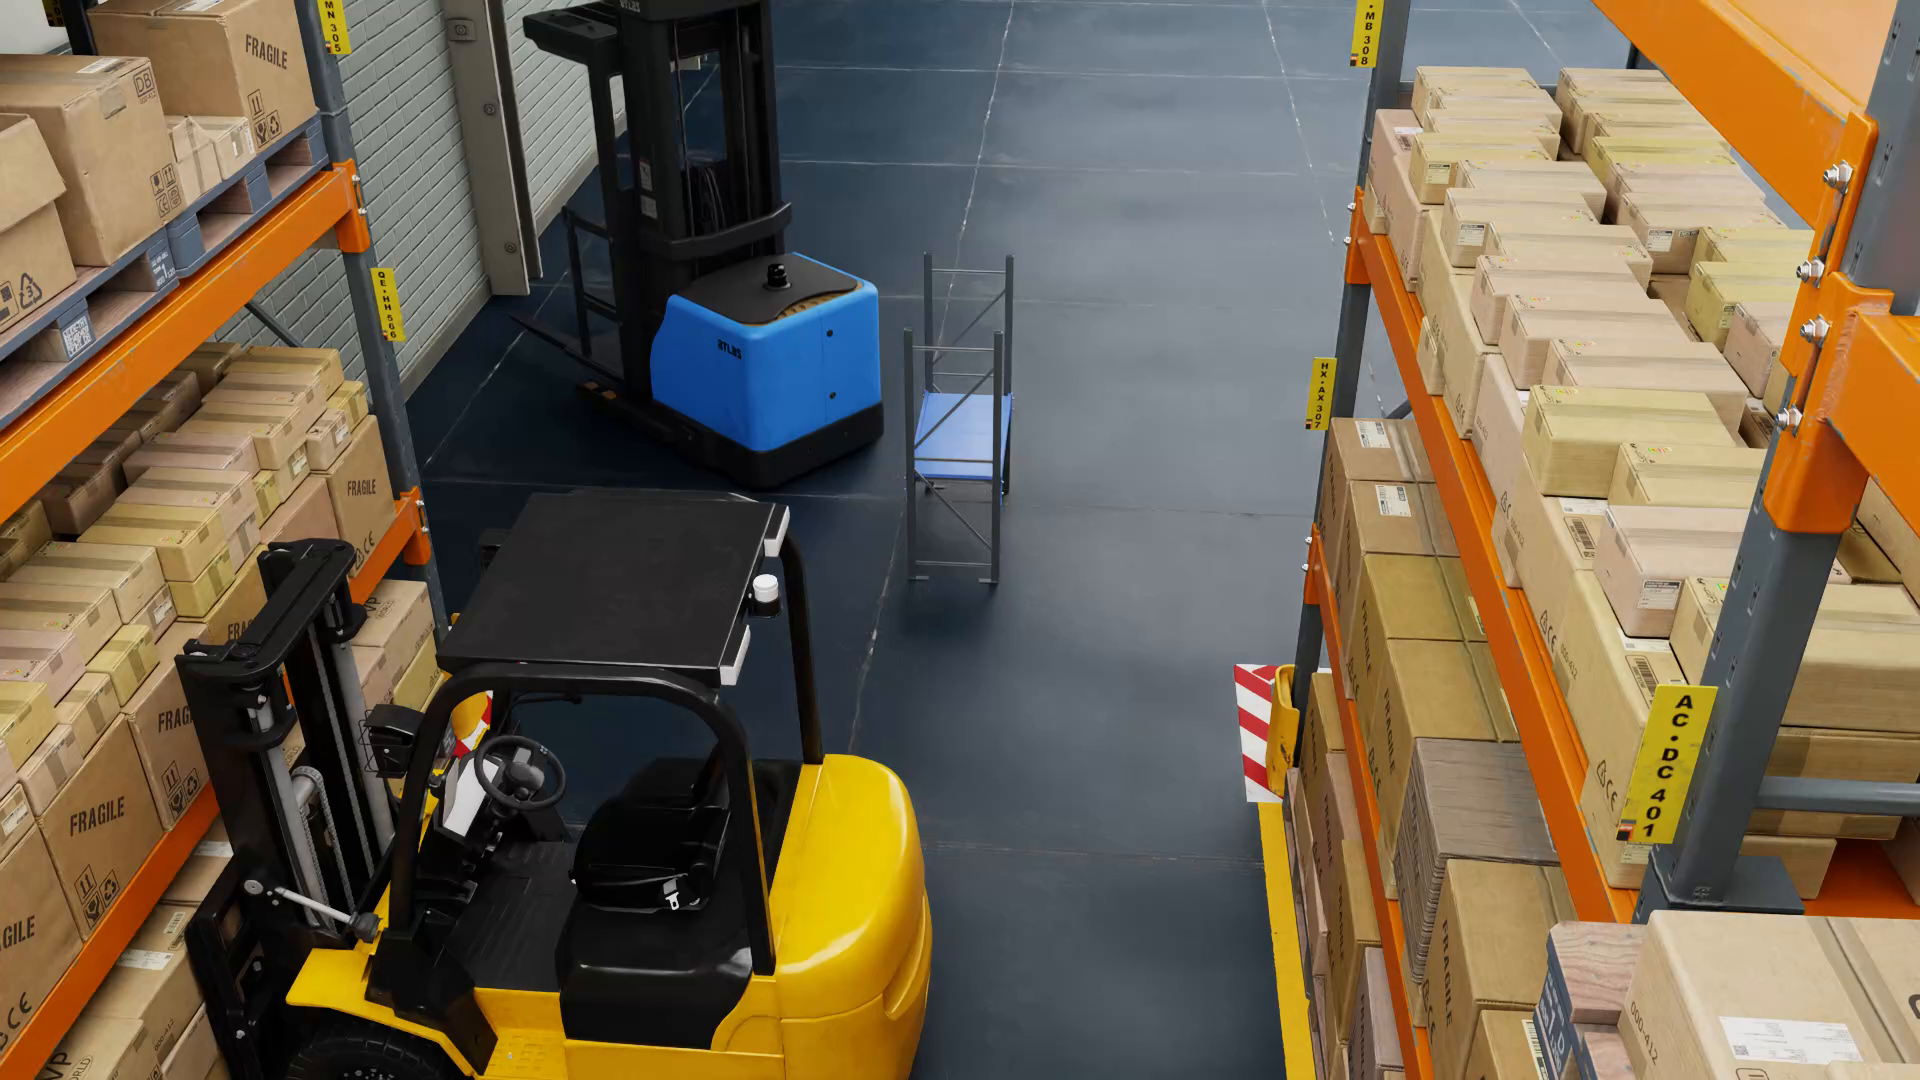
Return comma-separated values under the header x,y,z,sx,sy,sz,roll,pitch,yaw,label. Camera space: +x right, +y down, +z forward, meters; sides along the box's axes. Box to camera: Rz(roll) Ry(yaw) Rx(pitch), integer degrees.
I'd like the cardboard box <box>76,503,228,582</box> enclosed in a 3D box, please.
x,y,z,sx,sy,sz,roll,pitch,yaw,label
-2.747,0.007,5.662,0.380,0.149,0.250,3,32,5,cardboard box

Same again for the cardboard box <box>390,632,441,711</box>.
x,y,z,sx,sy,sz,roll,pitch,yaw,label
-2.652,0.631,7.391,0.500,0.250,0.500,2,32,3,cardboard box

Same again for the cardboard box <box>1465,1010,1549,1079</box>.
x,y,z,sx,sy,sz,roll,pitch,yaw,label
1.486,1.474,3.900,0.500,0.500,0.500,2,32,3,cardboard box

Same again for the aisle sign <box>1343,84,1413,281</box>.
x,y,z,sx,sy,sz,roll,pitch,yaw,label
1.719,-1.358,6.396,0.394,0.787,0.004,2,32,4,aisle sign

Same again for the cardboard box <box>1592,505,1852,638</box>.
x,y,z,sx,sy,sz,roll,pitch,yaw,label
1.450,0.062,3.190,0.380,0.149,0.250,2,32,3,cardboard box

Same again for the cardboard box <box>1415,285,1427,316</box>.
x,y,z,sx,sy,sz,roll,pitch,yaw,label
1.689,-0.807,5.361,0.380,0.149,0.250,2,32,4,cardboard box

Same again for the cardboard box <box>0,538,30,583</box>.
x,y,z,sx,sy,sz,roll,pitch,yaw,label
-3.319,0.113,5.490,0.380,0.149,0.250,3,32,4,cardboard box

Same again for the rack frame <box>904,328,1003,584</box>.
x,y,z,sx,sy,sz,roll,pitch,yaw,label
-0.034,-0.417,8.778,0.500,1.500,0.032,2,32,4,rack frame

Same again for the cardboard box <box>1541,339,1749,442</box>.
x,y,z,sx,sy,sz,roll,pitch,yaw,label
1.575,-0.344,3.849,0.380,0.149,0.250,2,32,3,cardboard box

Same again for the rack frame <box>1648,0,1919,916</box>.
x,y,z,sx,sy,sz,roll,pitch,yaw,label
1.698,-0.668,2.036,1.000,3.000,0.127,2,32,4,rack frame

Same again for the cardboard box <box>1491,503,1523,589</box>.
x,y,z,sx,sy,sz,roll,pitch,yaw,label
1.517,0.001,4.050,0.380,0.149,0.250,3,32,5,cardboard box

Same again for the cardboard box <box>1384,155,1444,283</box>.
x,y,z,sx,sy,sz,roll,pitch,yaw,label
1.666,-1.031,5.344,0.500,0.250,0.500,2,32,3,cardboard box

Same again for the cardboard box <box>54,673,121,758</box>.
x,y,z,sx,sy,sz,roll,pitch,yaw,label
-2.829,0.534,5.091,0.380,0.149,0.250,1,32,2,cardboard box

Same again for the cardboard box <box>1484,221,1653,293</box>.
x,y,z,sx,sy,sz,roll,pitch,yaw,label
1.636,-0.743,4.498,0.380,0.149,0.250,3,32,5,cardboard box

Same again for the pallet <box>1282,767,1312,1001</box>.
x,y,z,sx,sy,sz,roll,pitch,yaw,label
1.916,1.445,6.985,1.003,0.211,1.213,2,32,4,pallet

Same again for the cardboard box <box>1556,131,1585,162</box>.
x,y,z,sx,sy,sz,roll,pitch,yaw,label
2.250,-1.266,5.726,0.500,0.250,0.500,2,32,3,cardboard box

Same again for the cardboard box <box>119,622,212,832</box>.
x,y,z,sx,sy,sz,roll,pitch,yaw,label
-2.826,0.613,5.582,0.500,0.500,0.500,3,32,4,cardboard box

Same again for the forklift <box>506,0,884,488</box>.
x,y,z,sx,sy,sz,roll,pitch,yaw,label
-1.881,-2.225,10.347,3.031,2.935,1.130,27,41,37,forklift

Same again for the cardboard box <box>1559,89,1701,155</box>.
x,y,z,sx,sy,sz,roll,pitch,yaw,label
2.231,-1.392,5.551,0.380,0.149,0.250,3,32,5,cardboard box

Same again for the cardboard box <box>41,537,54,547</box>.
x,y,z,sx,sy,sz,roll,pitch,yaw,label
-3.386,0.102,5.793,0.380,0.149,0.250,4,32,6,cardboard box

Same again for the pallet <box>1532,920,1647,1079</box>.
x,y,z,sx,sy,sz,roll,pitch,yaw,label
1.541,1.008,2.356,1.213,0.211,1.003,2,32,4,pallet

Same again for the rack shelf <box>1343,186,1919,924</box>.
x,y,z,sx,sy,sz,roll,pitch,yaw,label
1.860,-0.130,4.709,1.077,0.370,4.000,2,32,4,rack shelf

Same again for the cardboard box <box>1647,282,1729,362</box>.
x,y,z,sx,sy,sz,roll,pitch,yaw,label
2.132,-0.467,4.430,0.500,0.250,0.500,3,32,4,cardboard box

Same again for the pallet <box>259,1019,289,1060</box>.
x,y,z,sx,sy,sz,roll,pitch,yaw,label
-3.047,1.810,6.393,1.003,0.211,1.213,2,32,4,pallet

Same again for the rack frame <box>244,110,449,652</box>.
x,y,z,sx,sy,sz,roll,pitch,yaw,label
-2.924,-0.415,7.345,1.000,3.000,0.127,2,32,4,rack frame

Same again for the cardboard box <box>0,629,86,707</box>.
x,y,z,sx,sy,sz,roll,pitch,yaw,label
-2.902,0.400,5.025,0.380,0.149,0.250,2,32,4,cardboard box

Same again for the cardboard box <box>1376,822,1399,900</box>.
x,y,z,sx,sy,sz,roll,pitch,yaw,label
1.535,1.012,5.268,0.380,0.149,0.250,3,32,4,cardboard box

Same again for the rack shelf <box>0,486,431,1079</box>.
x,y,z,sx,sy,sz,roll,pitch,yaw,label
-3.087,0.937,5.837,1.077,0.370,4.000,2,32,4,rack shelf

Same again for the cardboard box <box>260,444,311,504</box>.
x,y,z,sx,sy,sz,roll,pitch,yaw,label
-2.747,-0.273,6.400,0.380,0.149,0.250,3,32,5,cardboard box

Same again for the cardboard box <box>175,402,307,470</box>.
x,y,z,sx,sy,sz,roll,pitch,yaw,label
-2.727,-0.396,6.317,0.380,0.149,0.250,3,32,5,cardboard box

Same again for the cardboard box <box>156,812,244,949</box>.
x,y,z,sx,sy,sz,roll,pitch,yaw,label
-2.767,1.201,5.990,0.500,0.250,0.500,2,32,3,cardboard box

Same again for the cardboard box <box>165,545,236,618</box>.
x,y,z,sx,sy,sz,roll,pitch,yaw,label
-2.753,0.131,5.745,0.380,0.149,0.250,3,32,4,cardboard box

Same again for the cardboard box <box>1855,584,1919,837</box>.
x,y,z,sx,sy,sz,roll,pitch,yaw,label
2.006,0.328,3.139,0.500,0.250,0.500,2,32,3,cardboard box

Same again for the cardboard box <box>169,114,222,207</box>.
x,y,z,sx,sy,sz,roll,pitch,yaw,label
-2.710,-1.278,5.518,0.396,0.266,0.258,3,32,4,cardboard box

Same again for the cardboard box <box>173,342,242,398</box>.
x,y,z,sx,sy,sz,roll,pitch,yaw,label
-3.165,-0.694,6.801,0.380,0.149,0.250,2,32,3,cardboard box

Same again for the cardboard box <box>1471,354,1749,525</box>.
x,y,z,sx,sy,sz,roll,pitch,yaw,label
1.561,-0.226,4.038,0.500,0.250,0.500,2,32,3,cardboard box

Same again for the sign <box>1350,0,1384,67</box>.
x,y,z,sx,sy,sz,roll,pitch,yaw,label
1.482,-1.877,6.026,0.100,0.325,0.005,2,32,4,sign

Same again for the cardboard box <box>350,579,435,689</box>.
x,y,z,sx,sy,sz,roll,pitch,yaw,label
-2.651,0.405,7.282,0.500,0.250,0.500,3,32,6,cardboard box

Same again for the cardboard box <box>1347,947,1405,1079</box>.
x,y,z,sx,sy,sz,roll,pitch,yaw,label
1.558,1.705,5.410,0.500,0.500,0.500,4,32,7,cardboard box

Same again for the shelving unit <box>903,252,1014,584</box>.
x,y,z,sx,sy,sz,roll,pitch,yaw,label
0.007,-0.683,9.209,0.538,1.500,1.048,2,32,4,shelving unit

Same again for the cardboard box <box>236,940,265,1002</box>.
x,y,z,sx,sy,sz,roll,pitch,yaw,label
-2.769,1.426,6.102,0.500,0.250,0.500,2,32,4,cardboard box

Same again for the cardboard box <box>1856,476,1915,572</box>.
x,y,z,sx,sy,sz,roll,pitch,yaw,label
2.071,-0.049,3.371,0.380,0.149,0.250,1,32,2,cardboard box

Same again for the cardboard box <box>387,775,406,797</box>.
x,y,z,sx,sy,sz,roll,pitch,yaw,label
-2.698,1.095,7.115,0.500,0.250,0.500,2,32,4,cardboard box

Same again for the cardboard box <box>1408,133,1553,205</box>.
x,y,z,sx,sy,sz,roll,pitch,yaw,label
1.610,-1.149,5.156,0.380,0.149,0.250,2,32,4,cardboard box

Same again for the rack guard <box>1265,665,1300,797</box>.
x,y,z,sx,sy,sz,roll,pitch,yaw,label
2.017,0.899,7.596,1.175,0.500,0.348,2,32,4,rack guard

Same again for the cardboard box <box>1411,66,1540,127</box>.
x,y,z,sx,sy,sz,roll,pitch,yaw,label
1.791,-1.538,5.787,0.380,0.149,0.250,2,32,4,cardboard box

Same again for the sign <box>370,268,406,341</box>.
x,y,z,sx,sy,sz,roll,pitch,yaw,label
-2.385,-0.979,6.930,0.100,0.325,0.005,2,32,4,sign

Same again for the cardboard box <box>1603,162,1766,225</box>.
x,y,z,sx,sy,sz,roll,pitch,yaw,label
2.129,-1.000,4.914,0.380,0.149,0.250,2,32,4,cardboard box

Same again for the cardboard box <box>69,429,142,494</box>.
x,y,z,sx,sy,sz,roll,pitch,yaw,label
-3.262,-0.291,6.147,0.380,0.149,0.250,3,32,4,cardboard box

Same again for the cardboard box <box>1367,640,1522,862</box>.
x,y,z,sx,sy,sz,roll,pitch,yaw,label
1.596,0.665,5.213,0.500,0.500,0.500,2,32,3,cardboard box

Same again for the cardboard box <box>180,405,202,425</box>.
x,y,z,sx,sy,sz,roll,pitch,yaw,label
-3.167,-0.436,6.665,0.380,0.149,0.250,2,32,4,cardboard box

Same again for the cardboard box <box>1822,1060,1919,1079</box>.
x,y,z,sx,sy,sz,roll,pitch,yaw,label
1.220,0.831,1.730,0.500,0.250,0.500,2,32,3,cardboard box

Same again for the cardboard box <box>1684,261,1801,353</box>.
x,y,z,sx,sy,sz,roll,pitch,yaw,label
2.093,-0.590,4.250,0.380,0.149,0.250,3,32,5,cardboard box

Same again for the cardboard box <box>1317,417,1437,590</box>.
x,y,z,sx,sy,sz,roll,pitch,yaw,label
1.708,-0.139,6.517,0.500,0.500,0.500,2,32,3,cardboard box

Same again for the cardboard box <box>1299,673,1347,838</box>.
x,y,z,sx,sy,sz,roll,pitch,yaw,label
1.681,0.890,6.733,0.500,0.500,0.500,1,32,2,cardboard box

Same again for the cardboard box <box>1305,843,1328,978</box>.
x,y,z,sx,sy,sz,roll,pitch,yaw,label
1.633,1.463,6.518,0.500,0.250,0.500,4,32,6,cardboard box

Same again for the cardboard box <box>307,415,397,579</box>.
x,y,z,sx,sy,sz,roll,pitch,yaw,label
-2.703,-0.189,6.883,0.500,0.500,0.500,2,32,3,cardboard box
